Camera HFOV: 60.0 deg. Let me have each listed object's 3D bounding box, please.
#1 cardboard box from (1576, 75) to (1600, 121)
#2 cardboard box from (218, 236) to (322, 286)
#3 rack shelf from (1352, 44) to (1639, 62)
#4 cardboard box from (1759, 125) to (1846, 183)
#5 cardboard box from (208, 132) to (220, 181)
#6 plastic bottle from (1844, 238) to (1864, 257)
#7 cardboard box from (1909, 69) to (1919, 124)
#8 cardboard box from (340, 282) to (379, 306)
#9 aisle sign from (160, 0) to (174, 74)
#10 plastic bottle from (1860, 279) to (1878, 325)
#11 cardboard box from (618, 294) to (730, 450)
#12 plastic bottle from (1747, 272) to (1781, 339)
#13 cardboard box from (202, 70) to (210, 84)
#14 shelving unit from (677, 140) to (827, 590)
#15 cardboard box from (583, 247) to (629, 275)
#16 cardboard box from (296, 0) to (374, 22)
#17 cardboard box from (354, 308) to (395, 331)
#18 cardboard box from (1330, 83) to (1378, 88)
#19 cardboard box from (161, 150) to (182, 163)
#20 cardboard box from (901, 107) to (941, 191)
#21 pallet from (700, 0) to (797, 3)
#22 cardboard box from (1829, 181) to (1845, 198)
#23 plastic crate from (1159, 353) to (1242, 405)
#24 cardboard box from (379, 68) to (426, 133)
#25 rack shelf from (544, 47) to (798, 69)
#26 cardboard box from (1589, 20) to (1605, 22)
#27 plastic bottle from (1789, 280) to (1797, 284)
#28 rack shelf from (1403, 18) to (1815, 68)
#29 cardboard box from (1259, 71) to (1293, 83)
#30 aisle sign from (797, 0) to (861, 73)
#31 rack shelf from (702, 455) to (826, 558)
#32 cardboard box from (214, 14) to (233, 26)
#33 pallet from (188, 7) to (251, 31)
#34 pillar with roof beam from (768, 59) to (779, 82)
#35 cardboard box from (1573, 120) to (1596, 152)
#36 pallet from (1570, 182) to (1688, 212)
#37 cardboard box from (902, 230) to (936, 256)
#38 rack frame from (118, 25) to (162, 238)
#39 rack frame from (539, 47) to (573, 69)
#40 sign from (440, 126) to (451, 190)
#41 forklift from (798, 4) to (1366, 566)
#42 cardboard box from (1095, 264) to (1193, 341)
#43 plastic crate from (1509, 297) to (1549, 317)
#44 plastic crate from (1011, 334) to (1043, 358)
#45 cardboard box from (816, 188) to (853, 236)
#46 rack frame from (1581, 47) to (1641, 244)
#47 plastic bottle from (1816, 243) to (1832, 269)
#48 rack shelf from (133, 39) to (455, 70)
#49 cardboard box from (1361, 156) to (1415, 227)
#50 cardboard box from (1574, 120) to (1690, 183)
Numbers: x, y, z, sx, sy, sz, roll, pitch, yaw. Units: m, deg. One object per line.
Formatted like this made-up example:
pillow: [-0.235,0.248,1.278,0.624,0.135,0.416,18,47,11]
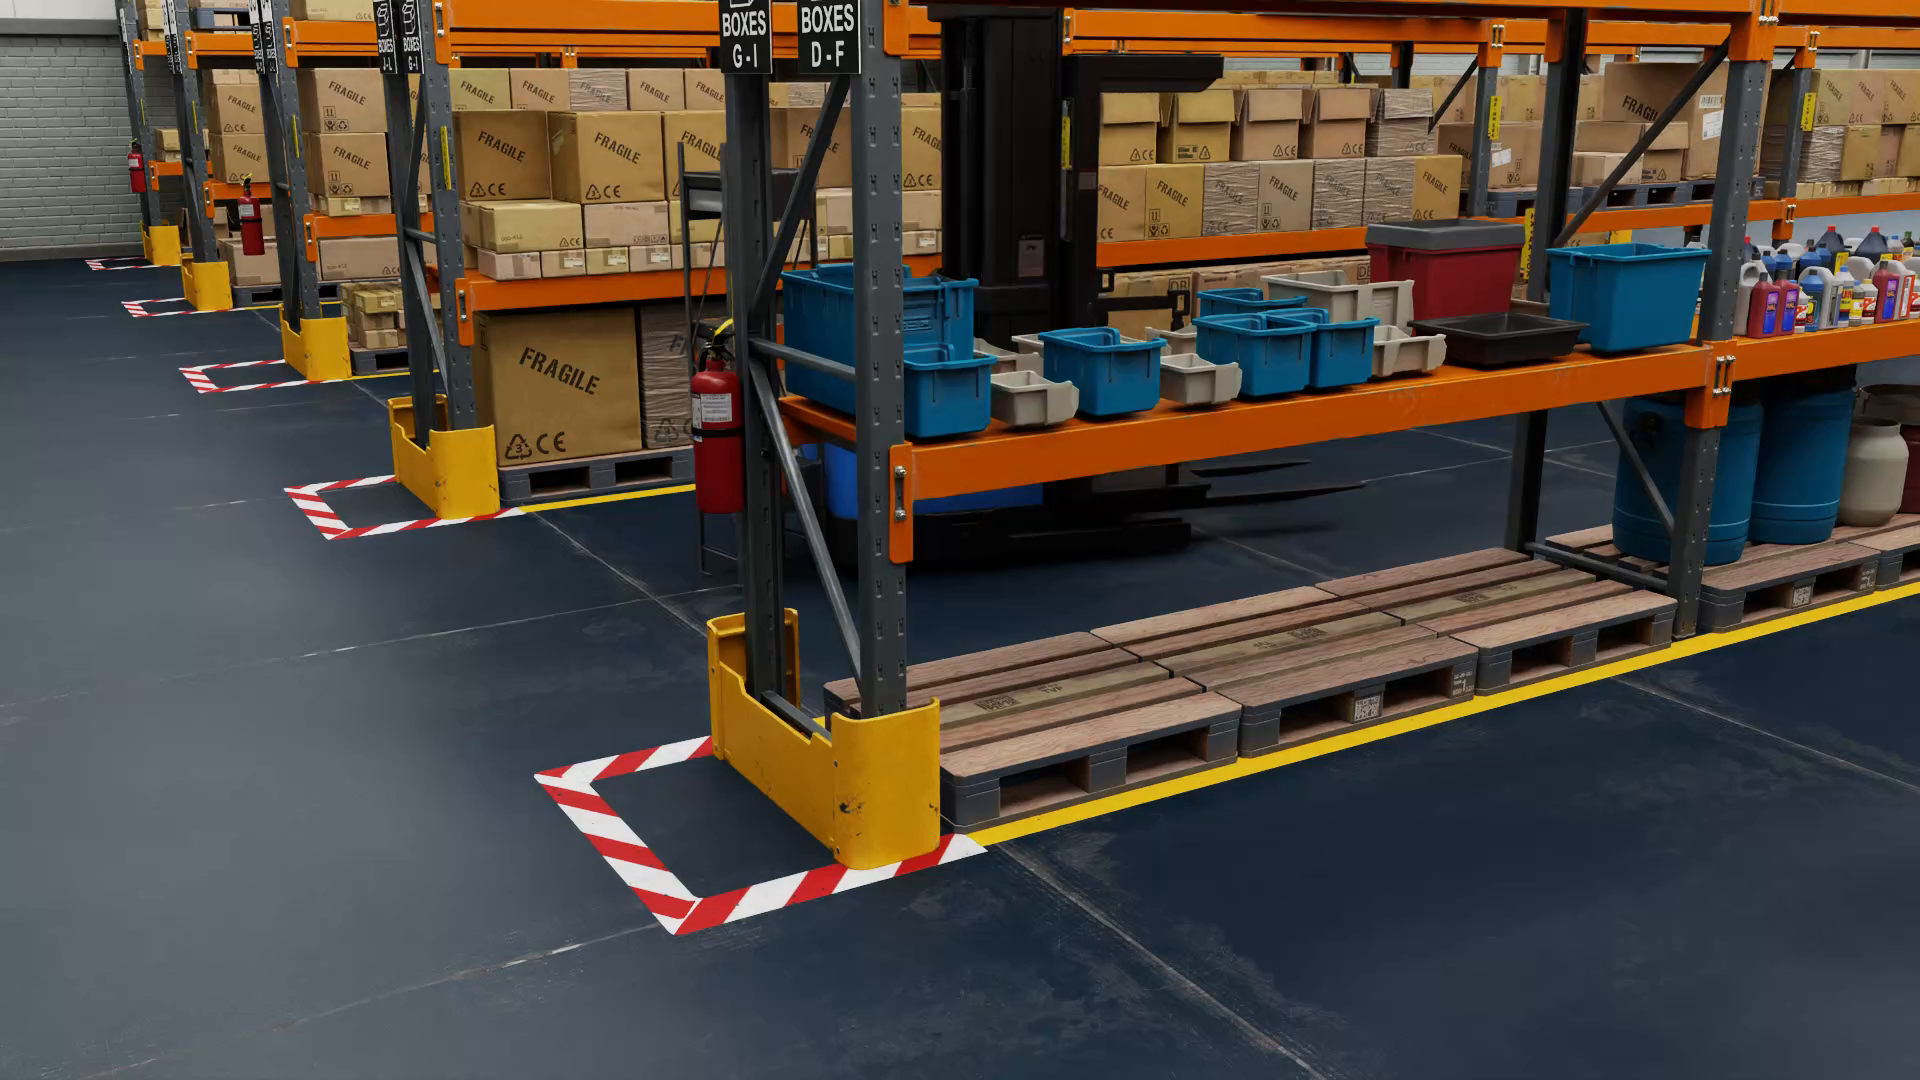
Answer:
cardboard box: [7.460,-5.550,20.874,0.550,0.550,0.875,-9,18,-30]
cardboard box: [-7.615,-3.089,18.341,0.875,0.438,0.875,-10,18,-32]
rack shelf: [6.507,-5.918,20.242,4.000,0.370,1.077,-9,18,-30]
cardboard box: [7.678,-3.621,15.532,0.500,0.500,0.875,-9,18,-30]
cardboard box: [-7.852,-4.182,18.087,0.500,0.500,0.500,-9,18,-29]
plastic bottle: [4.657,-1.441,8.723,0.135,0.276,0.152,-9,18,-30]
cardboard box: [9.057,-4.269,15.992,0.500,0.500,0.500,-9,18,-30]
cardboard box: [-5.170,-2.123,14.326,0.250,0.149,0.380,-9,18,-29]
aisle sign: [-8.350,-5.319,17.512,0.004,0.787,0.394,-9,18,-30]
plastic bottle: [4.141,-1.091,7.613,0.097,0.201,0.097,0,16,0]
cardboard box: [-1.738,-1.126,10.528,0.875,0.875,0.875,-9,18,-30]
plastic bottle: [3.488,-1.019,7.204,0.133,0.283,0.061,-9,18,-30]
cardboard box: [-7.925,-4.944,17.750,0.250,0.149,0.380,-9,18,-29]
shelving unit: [-0.993,-0.855,8.057,0.503,2.100,0.431,-13,20,-39]
cardboard box: [-2.113,-1.637,9.656,0.250,0.149,0.380,-10,18,-31]
cardboard box: [-4.977,-4.250,13.234,0.500,0.250,0.500,-8,18,-28]
cardboard box: [-4.912,-1.861,13.943,0.250,0.149,0.380,-8,18,-27]
cardboard box: [4.371,-5.002,19.158,0.500,0.500,0.700,-10,18,-31]
cardboard box: [-10.266,-5.015,21.708,0.250,0.149,0.380,-9,18,-30]
cardboard box: [-0.285,-2.507,10.632,0.500,0.500,0.500,-9,18,-29]
pallet: [-1.348,-3.391,10.055,1.213,0.211,1.003,-9,18,-30]
cardboard box: [8.021,-3.293,15.566,0.250,0.149,0.380,-9,18,-30]
plastic crate: [0.806,-0.547,5.680,0.298,0.136,0.250,-9,18,-30]
cardboard box: [-4.542,-3.620,13.677,0.500,0.500,0.500,-9,18,-28]
rack shelf: [-2.986,-5.938,20.310,4.000,0.370,1.077,-9,18,-30]
cardboard box: [4.806,-4.275,13.323,0.500,0.250,0.500,-9,18,-28]
plastic bottle: [3.781,-1.081,7.575,0.097,0.201,0.097,0,16,0]
rack shelf: [5.546,-4.201,14.114,4.000,0.370,1.077,-9,18,-30]
cardboard box: [4.439,-6.618,24.372,0.500,0.500,0.700,-9,18,-30]
aisle sign: [-0.383,-1.740,4.743,0.004,0.787,0.394,-9,18,-30]
rack shelf: [-0.987,-0.166,8.242,0.480,0.518,0.431,-13,20,-39]
cardboard box: [-9.742,-6.743,21.576,0.500,0.250,0.500,-9,18,-29]
pallet: [-7.499,-5.513,17.626,1.213,0.211,1.003,-9,18,-30]
pillar with roof beam: [-0.961,-8.548,22.732,0.400,9.000,9.100,-9,18,-30]
cardboard box: [7.467,-5.027,21.009,0.550,0.550,0.875,-9,18,-30]
pallet: [5.508,-3.017,14.471,1.213,0.211,1.003,-9,18,-30]
cardboard box: [-0.350,-1.923,10.676,0.250,0.149,0.380,-9,18,-29]
rack frame: [-10.689,-5.154,21.737,0.127,3.000,1.000,-9,18,-30]
rack frame: [-4.700,-4.562,19.626,0.127,3.000,1.000,-9,18,-30]
sign: [-2.745,-2.039,8.874,0.005,0.325,0.100,-9,18,-30]
forklift: [0.697,-1.462,8.697,3.031,2.935,1.130,-5,16,-17]
cardboard box: [0.942,-1.542,12.010,0.875,0.875,1.225,-9,18,-30]
plastic crate: [2.482,-0.993,7.273,0.243,0.136,0.396,-9,18,-30]
plastic crate: [0.387,-0.661,6.088,0.243,0.136,0.396,-9,18,-30]
cardboard box: [-0.720,-2.074,10.479,0.500,0.250,0.500,-9,18,-29]
rack frame: [8.222,-5.099,21.541,0.127,3.000,1.000,-9,18,-30]
plastic bottle: [4.416,-1.389,8.547,0.097,0.271,0.097,0,16,0]
rack shelf: [-8.974,-6.530,22.421,4.000,0.370,1.077,-9,18,-30]
cardboard box: [3.106,-2.679,12.725,0.500,0.500,0.500,-9,18,-30]
cardboard box: [5.822,-3.371,14.407,0.637,0.503,0.797,-7,17,-24]
